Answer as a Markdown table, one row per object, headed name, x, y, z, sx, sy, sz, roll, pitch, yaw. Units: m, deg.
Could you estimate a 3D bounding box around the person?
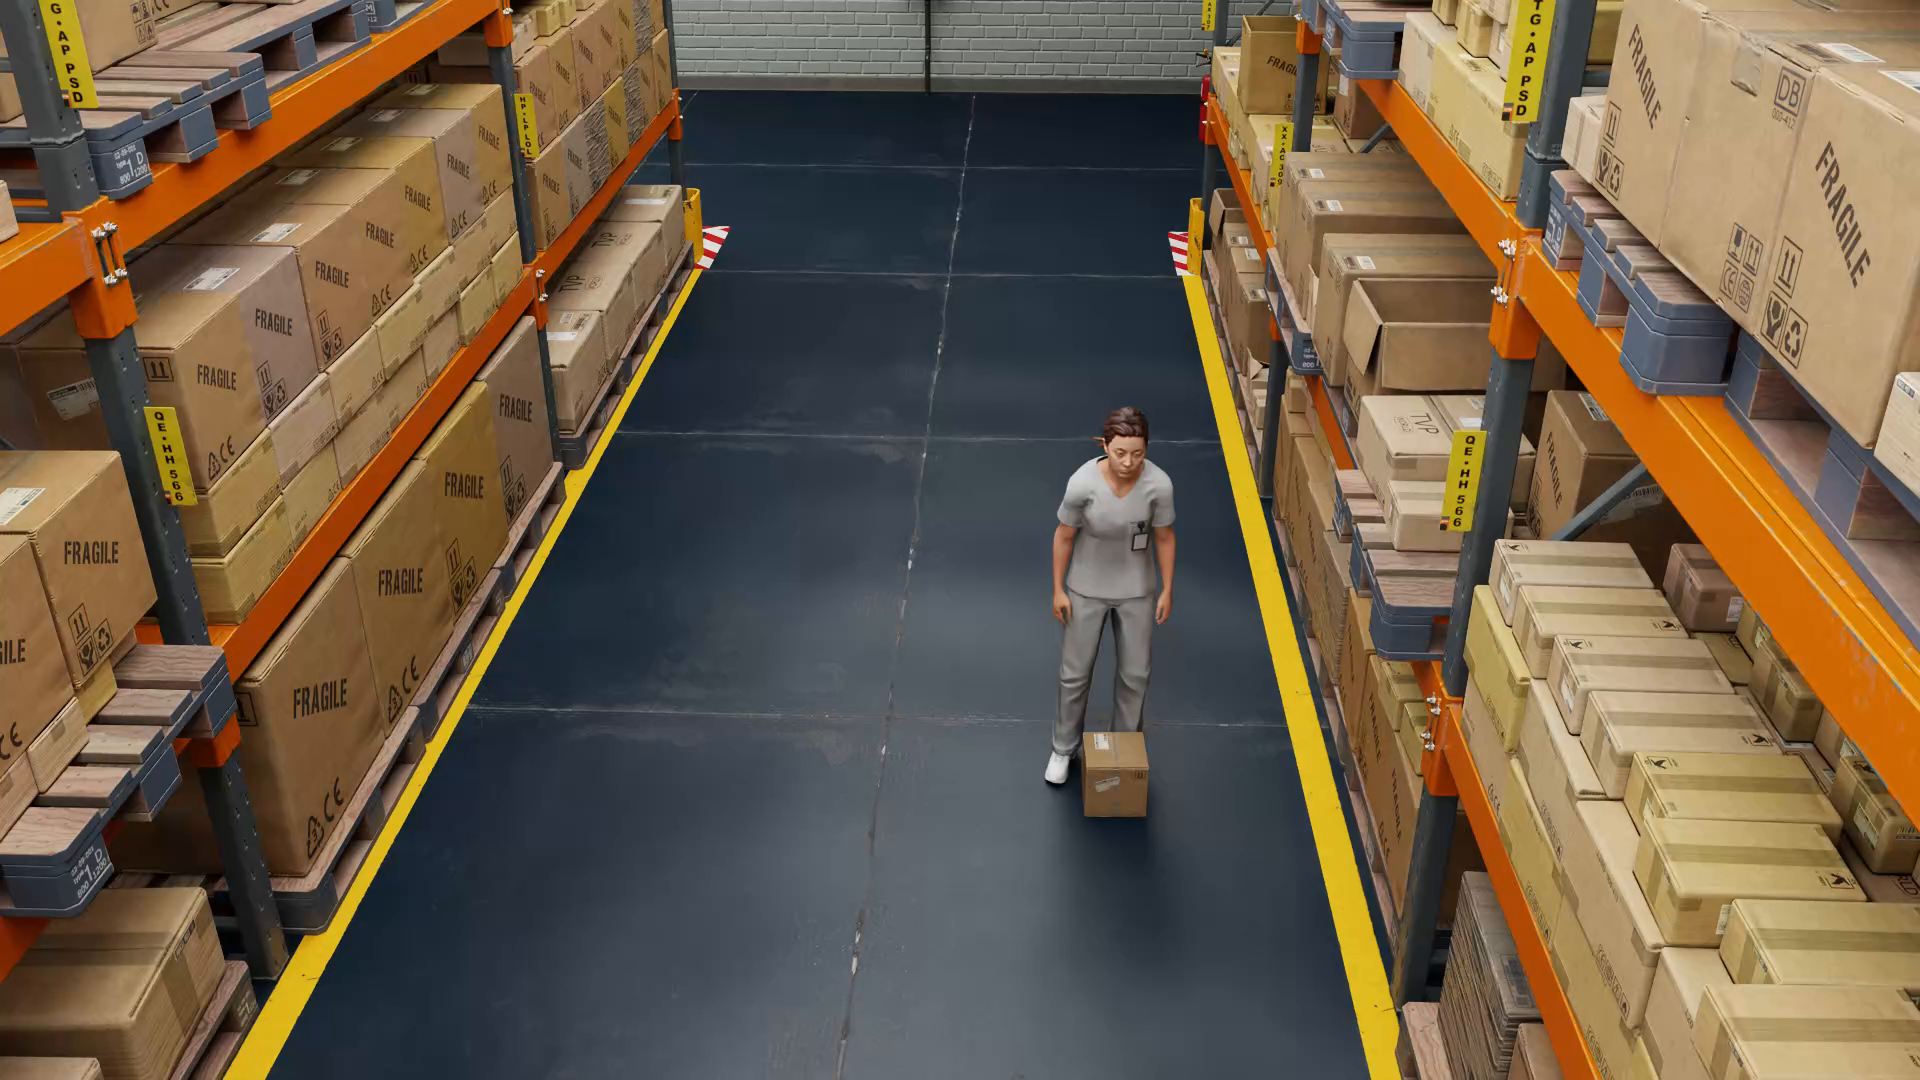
| name | x | y | z | sx | sy | sz | roll | pitch | yaw |
| --- | --- | --- | --- | --- | --- | --- | --- | --- | --- |
| person | 0.611 | 0.219 | 6.713 | 0.504 | 1.673 | 0.348 | 0 | 28 | 0 |
